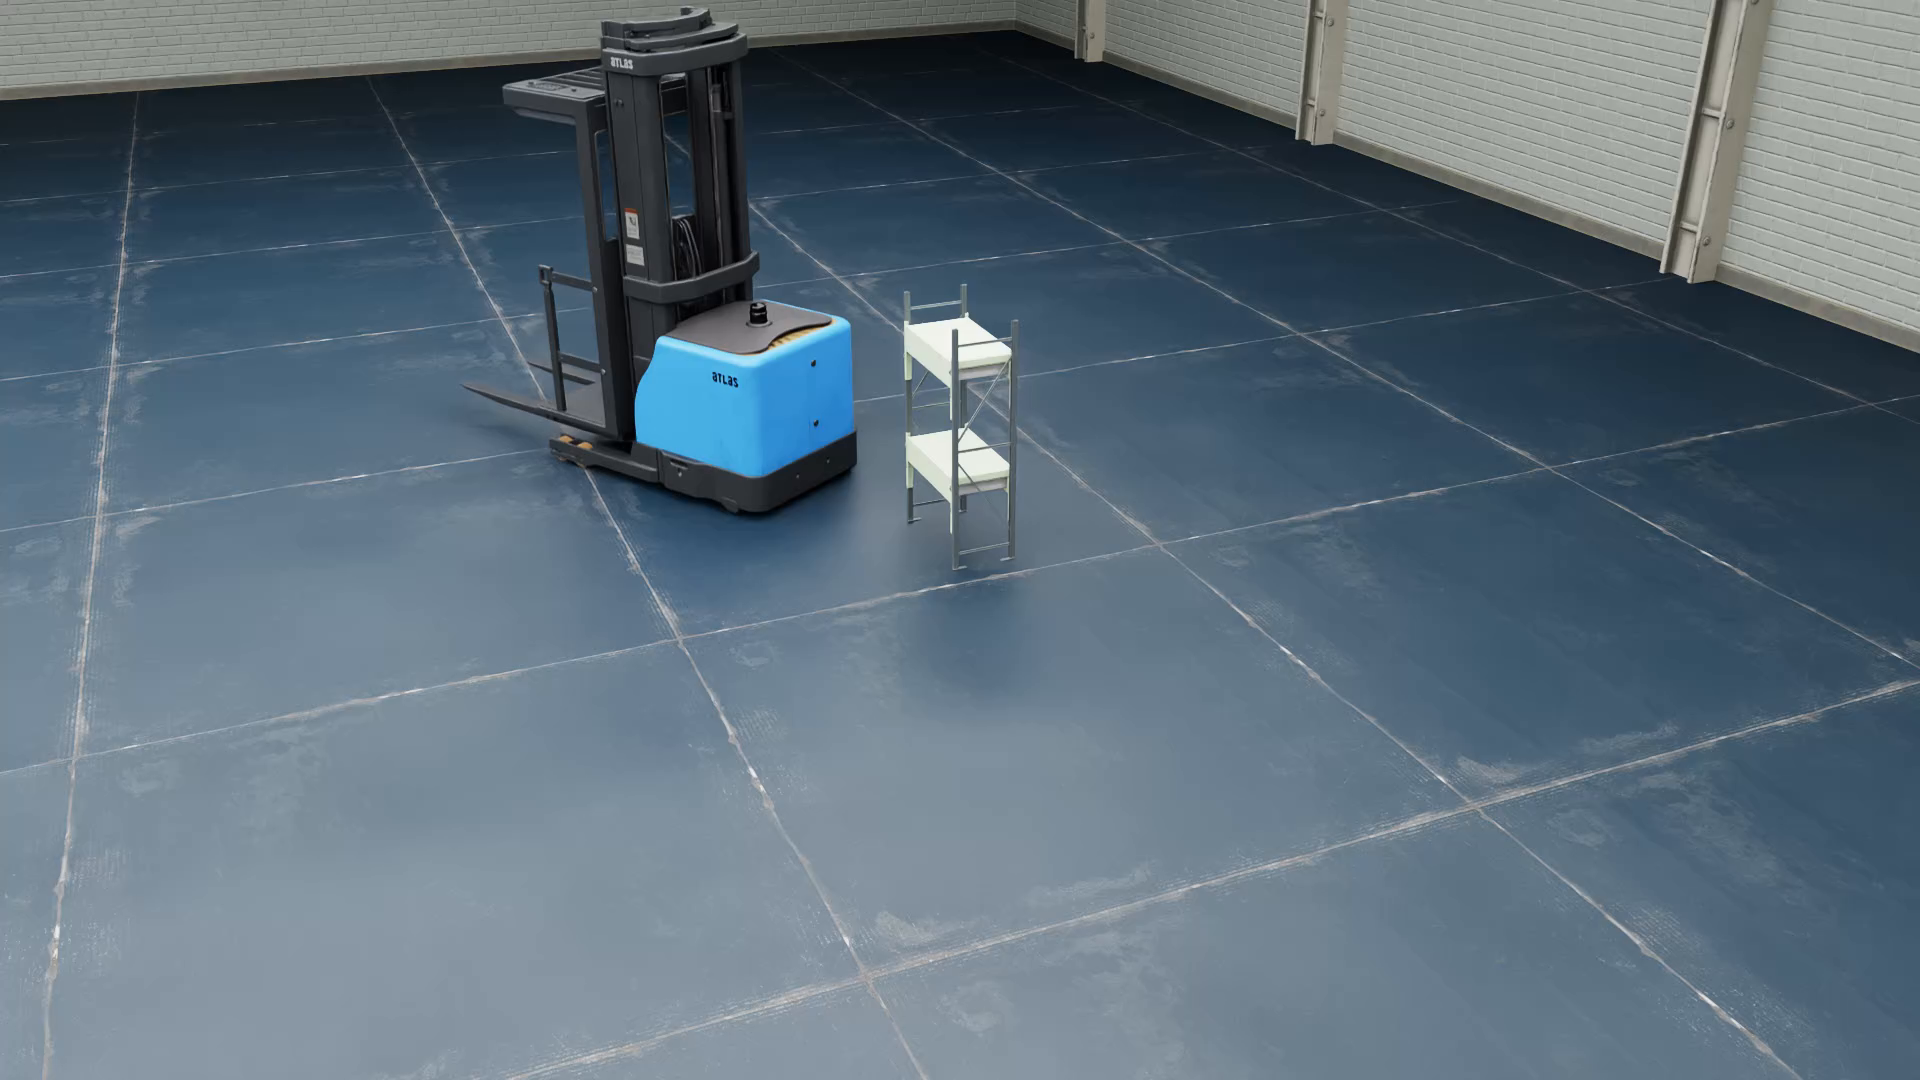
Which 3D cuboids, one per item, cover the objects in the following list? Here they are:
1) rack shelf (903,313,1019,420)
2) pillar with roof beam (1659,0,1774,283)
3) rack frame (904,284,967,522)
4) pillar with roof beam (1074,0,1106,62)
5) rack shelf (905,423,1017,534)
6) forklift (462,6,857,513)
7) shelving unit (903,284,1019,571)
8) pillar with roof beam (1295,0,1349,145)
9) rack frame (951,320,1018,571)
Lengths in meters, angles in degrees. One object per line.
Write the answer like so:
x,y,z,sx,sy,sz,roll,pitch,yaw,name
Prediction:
-0.003,-1.027,9.755,0.431,0.370,0.720,-11,28,-21,rack shelf
2.691,-5.721,11.711,9.100,9.000,0.400,-11,28,-21,pillar with roof beam
-0.146,-0.824,10.229,0.400,1.500,0.023,-11,28,-21,rack frame
-2.008,-10.566,21.633,9.100,9.000,0.400,-11,28,-21,pillar with roof beam
-0.003,-0.384,10.069,0.431,0.370,0.720,-11,28,-21,rack shelf
-2.185,-1.979,10.963,3.031,2.935,1.130,17,31,31,forklift
-0.003,-0.677,9.926,0.431,1.500,0.755,-11,28,-21,shelving unit
0.342,-8.143,16.672,9.100,9.000,0.400,-11,28,-21,pillar with roof beam
0.141,-0.529,9.624,0.400,1.500,0.023,-11,28,-21,rack frame
